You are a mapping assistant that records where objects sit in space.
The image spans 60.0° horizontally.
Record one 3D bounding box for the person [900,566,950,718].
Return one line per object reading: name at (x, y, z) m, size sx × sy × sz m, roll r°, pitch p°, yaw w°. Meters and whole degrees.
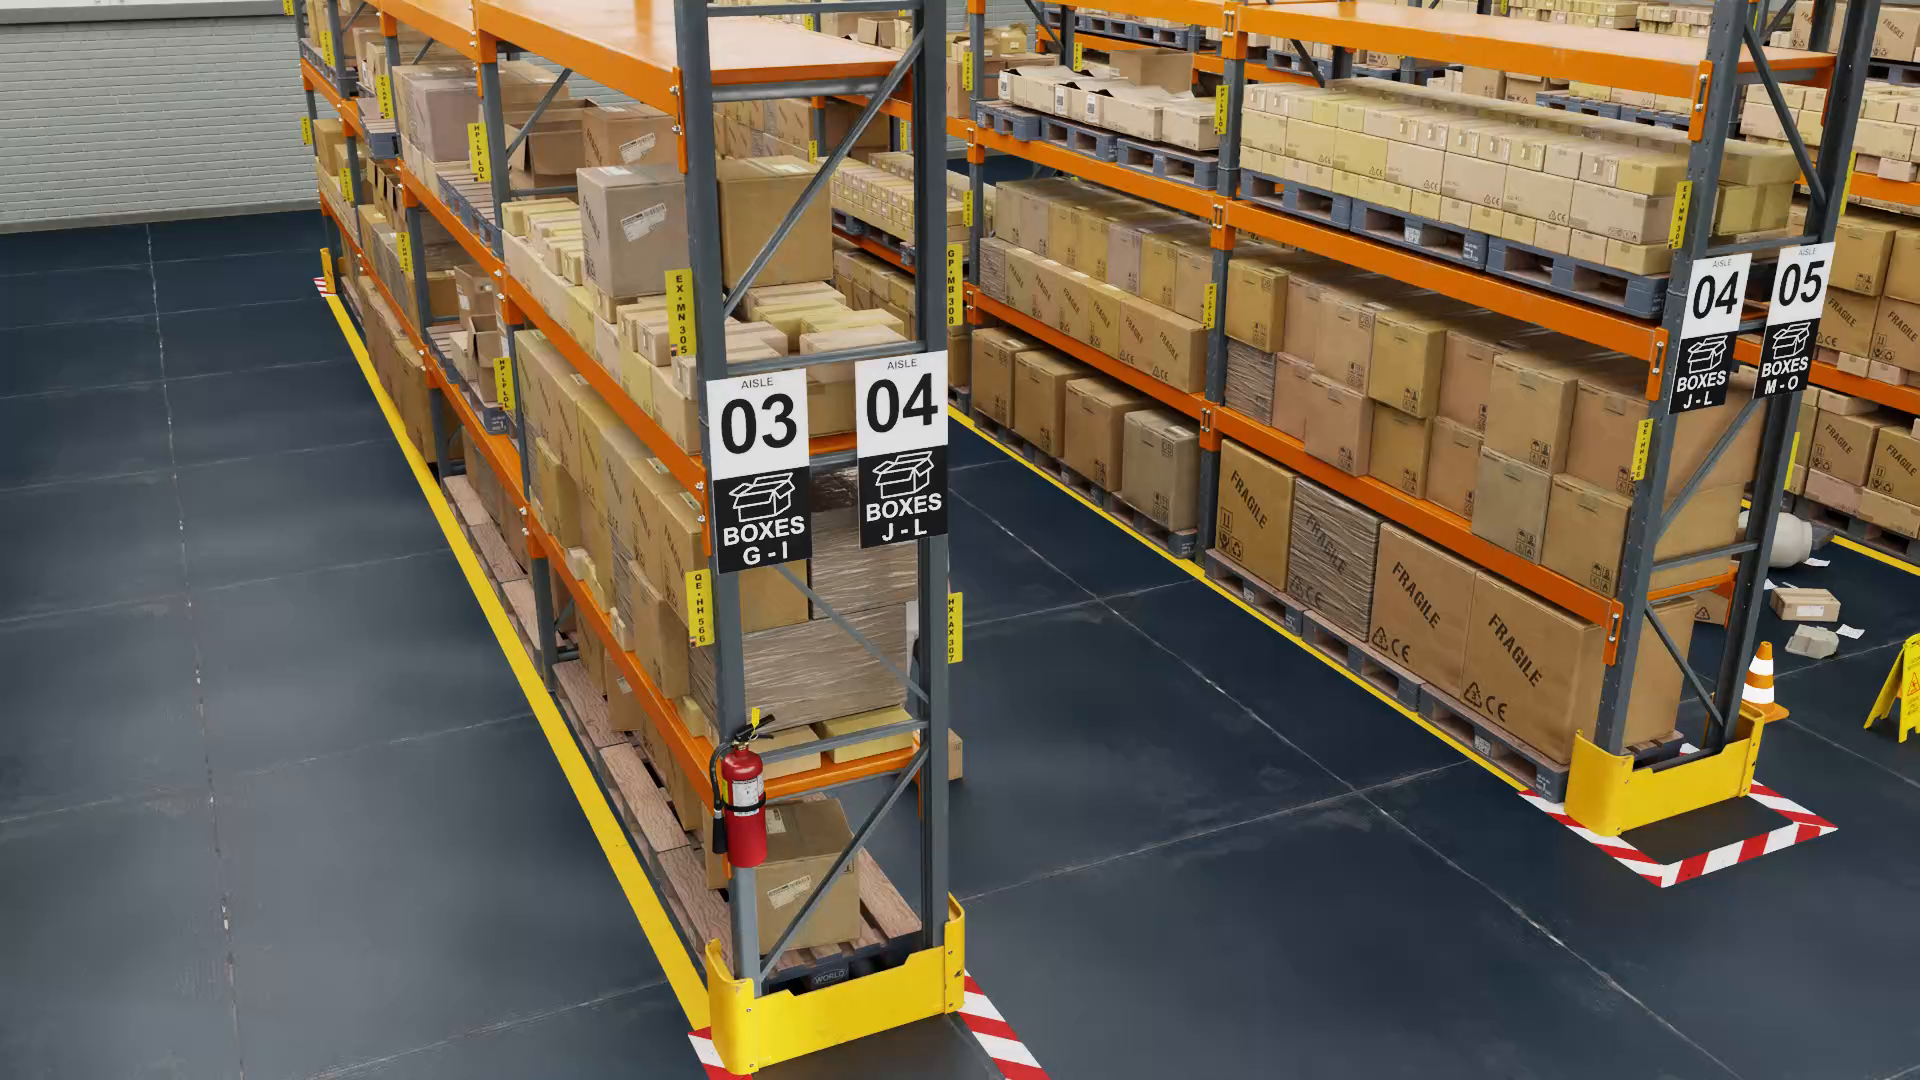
person at (-0.270, 0.524, 9.730) m, size 0.486 × 1.668 × 0.357 m, roll -10°, pitch 24°, yaw -23°
